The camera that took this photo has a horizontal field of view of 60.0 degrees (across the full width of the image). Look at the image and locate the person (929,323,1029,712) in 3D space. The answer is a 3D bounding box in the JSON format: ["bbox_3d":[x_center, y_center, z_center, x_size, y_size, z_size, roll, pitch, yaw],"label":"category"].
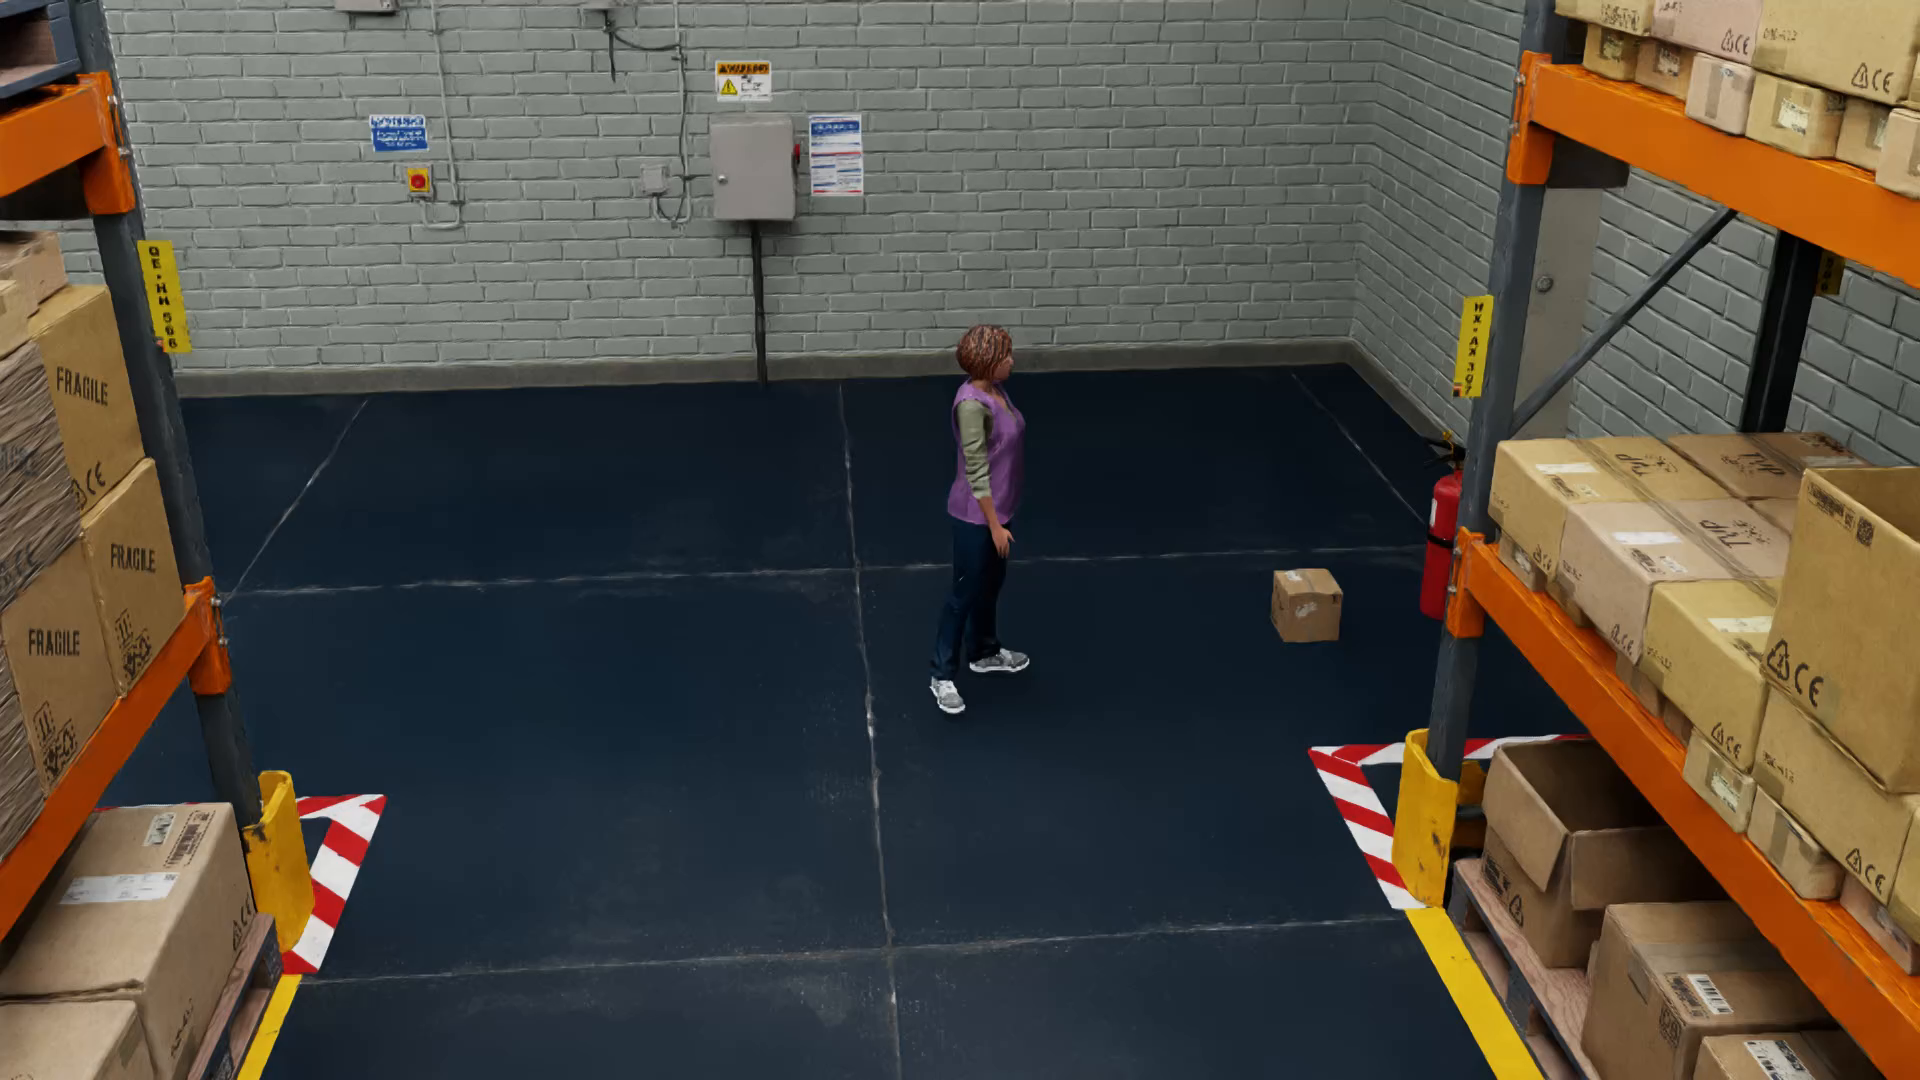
[{"bbox_3d":[0.073,-0.095,6.795,0.370,1.604,0.551,6,25,14],"label":"person"}]
